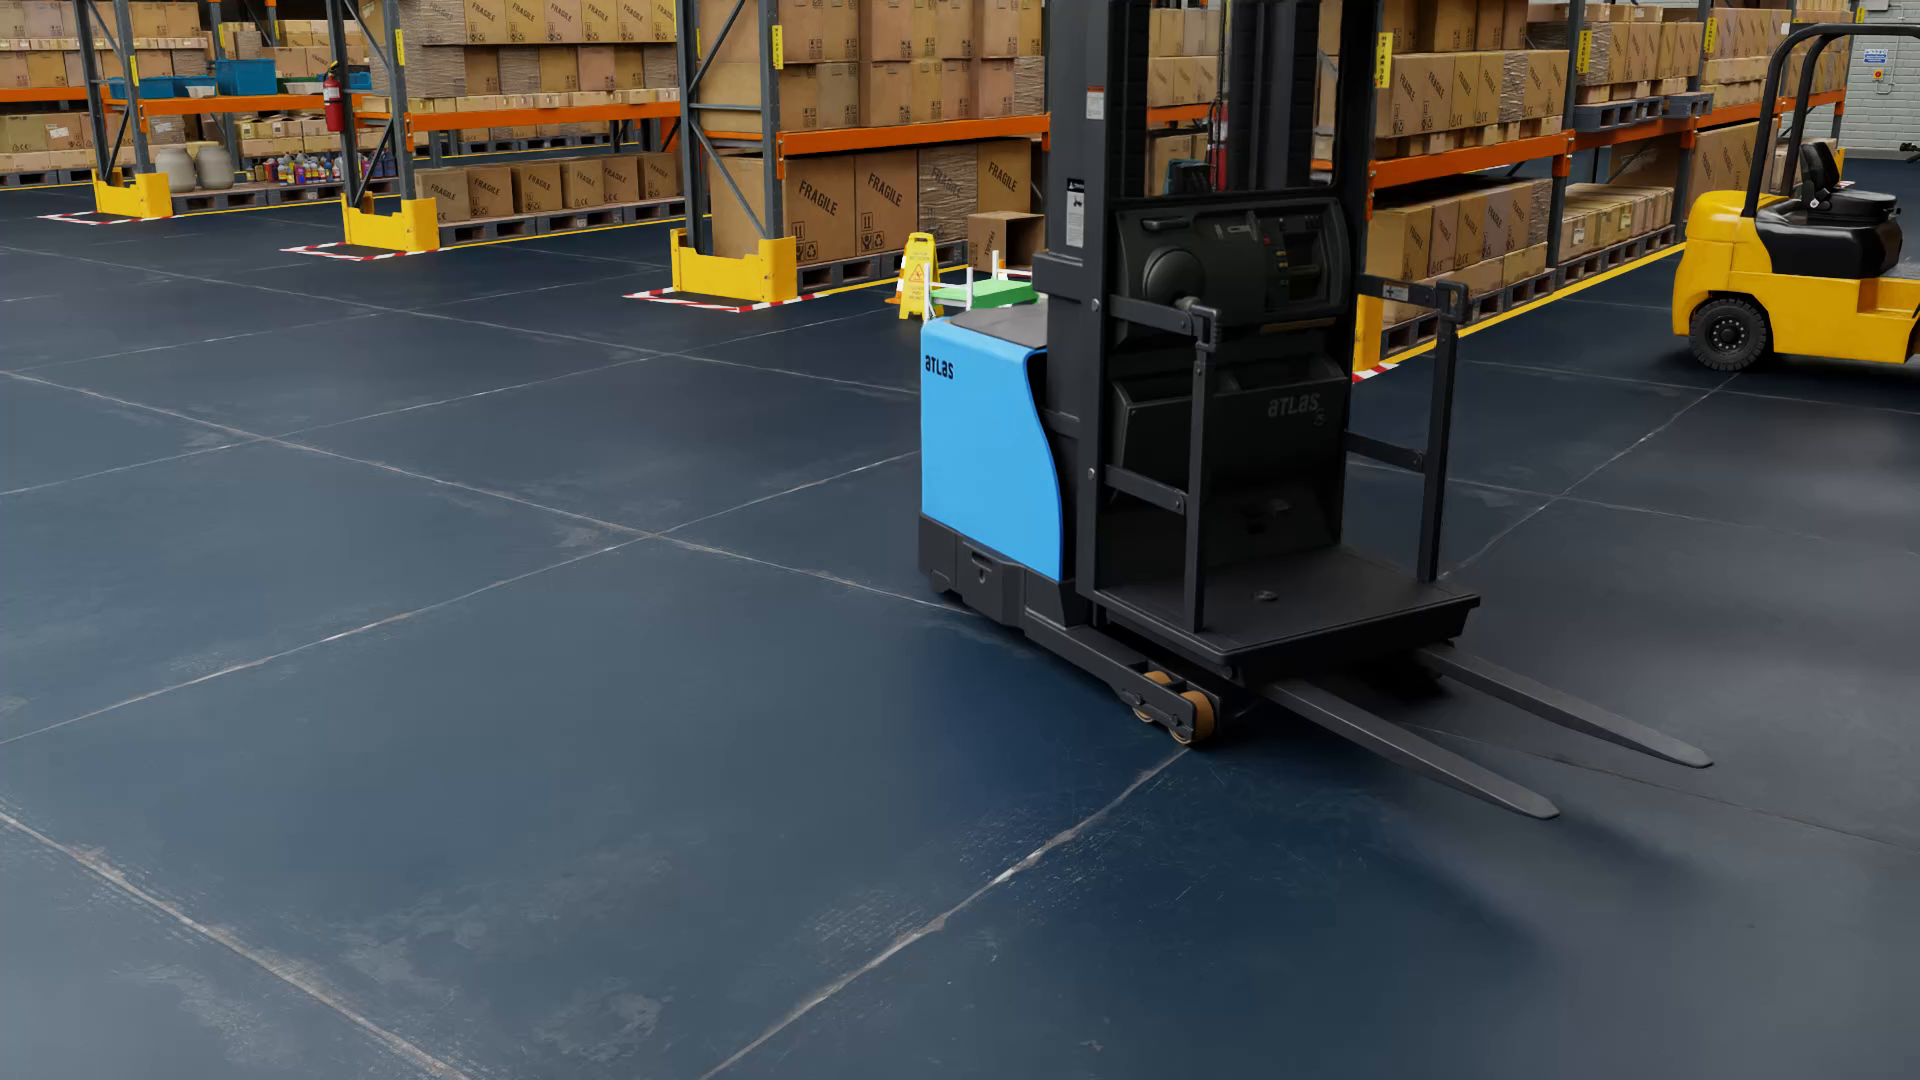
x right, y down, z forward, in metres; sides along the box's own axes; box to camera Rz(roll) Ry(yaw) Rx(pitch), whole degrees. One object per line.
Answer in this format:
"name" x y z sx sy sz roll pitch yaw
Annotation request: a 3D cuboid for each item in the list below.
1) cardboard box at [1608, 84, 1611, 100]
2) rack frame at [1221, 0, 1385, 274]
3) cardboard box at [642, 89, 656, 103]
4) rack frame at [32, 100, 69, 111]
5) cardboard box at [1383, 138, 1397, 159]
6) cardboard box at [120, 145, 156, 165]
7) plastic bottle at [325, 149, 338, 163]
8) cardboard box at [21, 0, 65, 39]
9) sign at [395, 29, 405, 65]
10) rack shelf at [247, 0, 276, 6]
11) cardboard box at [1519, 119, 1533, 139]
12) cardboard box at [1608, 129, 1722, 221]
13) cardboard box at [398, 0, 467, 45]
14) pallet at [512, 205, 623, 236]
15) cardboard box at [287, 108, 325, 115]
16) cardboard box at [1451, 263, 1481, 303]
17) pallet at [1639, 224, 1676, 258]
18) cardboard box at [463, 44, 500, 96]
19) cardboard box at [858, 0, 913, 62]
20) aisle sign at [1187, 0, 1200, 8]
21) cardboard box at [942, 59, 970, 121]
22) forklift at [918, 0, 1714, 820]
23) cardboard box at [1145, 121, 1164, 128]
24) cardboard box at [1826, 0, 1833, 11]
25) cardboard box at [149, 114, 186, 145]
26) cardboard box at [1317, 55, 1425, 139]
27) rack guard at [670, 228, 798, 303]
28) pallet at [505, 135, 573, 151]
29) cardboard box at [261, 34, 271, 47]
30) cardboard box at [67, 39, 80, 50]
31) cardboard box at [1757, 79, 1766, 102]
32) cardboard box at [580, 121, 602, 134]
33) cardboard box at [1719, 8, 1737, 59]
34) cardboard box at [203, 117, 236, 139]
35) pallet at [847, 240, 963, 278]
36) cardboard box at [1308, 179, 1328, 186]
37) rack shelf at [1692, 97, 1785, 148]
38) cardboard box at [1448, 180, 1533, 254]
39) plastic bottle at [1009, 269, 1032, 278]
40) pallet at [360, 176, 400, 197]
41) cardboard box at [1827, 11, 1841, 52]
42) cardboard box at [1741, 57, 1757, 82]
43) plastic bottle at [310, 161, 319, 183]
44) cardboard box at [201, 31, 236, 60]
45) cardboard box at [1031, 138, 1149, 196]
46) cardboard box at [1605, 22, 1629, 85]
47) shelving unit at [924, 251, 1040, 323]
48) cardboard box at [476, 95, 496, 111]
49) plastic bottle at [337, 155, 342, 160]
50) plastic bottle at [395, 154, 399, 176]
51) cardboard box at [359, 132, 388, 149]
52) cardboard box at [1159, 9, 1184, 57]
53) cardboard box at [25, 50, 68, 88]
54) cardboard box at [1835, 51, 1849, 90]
"cardboard box" 5.401 -3.887 14.417 0.380 0.149 0.250 14 22 38
"rack frame" 2.172 -2.639 10.683 1.000 3.000 0.127 12 21 35
"cardboard box" -3.650 -5.013 18.751 0.380 0.149 0.250 12 21 35
"rack frame" -15.338 -7.968 27.845 1.000 3.000 0.127 12 21 35
"cardboard box" 2.679 -2.626 11.064 0.380 0.149 0.250 13 21 35
"cardboard box" -12.050 -5.593 24.125 0.500 0.250 0.500 12 21 35
"plastic bottle" -8.308 -4.999 22.008 0.144 0.351 0.185 11 21 32
"cardboard box" -12.812 -7.176 22.939 0.700 0.500 0.500 13 21 35
"sign" -5.351 -4.707 15.885 0.100 0.325 0.005 12 21 35
"rack shelf" -11.763 -10.486 32.109 1.077 0.370 4.000 12 21 35
"cardboard box" 4.247 -3.232 13.017 0.380 0.149 0.250 13 21 35
"cardboard box" 7.417 -3.880 17.554 0.875 0.875 0.875 12 21 34
"cardboard box" -5.241 -5.140 16.381 0.500 0.500 0.500 12 21 35
"pallet" -4.502 -3.553 18.328 1.003 0.211 1.213 12 21 35
"cardboard box" -12.411 -8.247 31.659 0.750 0.750 0.750 12 21 34
"cardboard box" 3.500 -1.922 12.302 0.500 0.250 0.500 14 22 38
"pallet" 6.472 -3.026 16.633 1.003 0.211 1.213 12 21 35
"cardboard box" -5.236 -4.846 17.121 0.875 0.500 0.500 12 21 35
"cardboard box" -0.915 -4.415 14.329 0.875 0.550 0.550 12 21 35
"aisle sign" 4.030 -9.406 28.092 0.394 0.787 0.004 12 21 35
"cardboard box" -0.417 -4.181 15.396 0.875 0.550 0.550 12 21 35
"forklift" 1.010 -0.918 5.256 1.130 2.935 3.031 -10 20 -29
"cardboard box" 2.887 -7.003 27.612 0.875 0.875 0.875 12 21 35
"cardboard box" 10.936 -6.850 21.296 0.380 0.149 0.250 13 22 36
"cardboard box" -11.765 -6.073 24.407 0.500 0.500 0.500 12 21 35
"cardboard box" 2.677 -2.892 10.829 0.500 0.500 0.500 12 21 34
"rack guard" -1.878 -2.290 13.774 1.175 0.500 0.348 12 21 35
"pallet" -7.771 -7.175 29.994 1.003 0.211 1.213 12 21 35
"cardboard box" -12.885 -9.279 31.364 0.500 0.500 0.500 13 21 35
"cardboard box" -12.417 -6.920 23.207 0.380 0.149 0.250 13 21 35
"cardboard box" 8.953 -5.153 19.031 0.500 0.250 0.500 12 21 34
"cardboard box" -6.956 -7.731 30.555 0.500 0.500 0.500 13 21 35
"cardboard box" 7.716 -5.263 17.280 0.500 0.500 0.500 13 21 35
"cardboard box" -11.346 -6.396 25.766 0.500 0.311 0.500 12 21 35
"pallet" -0.723 -2.651 15.425 1.003 0.211 1.213 12 21 35
"cardboard box" 2.604 -2.530 11.903 0.380 0.149 0.250 13 22 36
"rack shelf" 8.130 -4.677 18.459 1.077 0.370 4.000 12 21 35
"cardboard box" 4.116 -2.527 12.987 0.500 0.500 0.500 13 21 36
"plastic bottle" 0.590 -2.358 14.735 0.283 0.061 0.133 5 18 16
"pallet" -7.815 -4.733 22.130 1.003 0.211 1.213 12 21 35
"cardboard box" 11.024 -6.571 21.491 0.500 0.500 0.500 12 21 34
"cardboard box" 8.367 -5.146 18.167 0.500 0.250 0.500 13 21 36
"plastic bottle" -8.170 -4.654 21.032 0.097 0.271 0.097 0 17 0
"cardboard box" -13.538 -8.927 30.023 0.700 0.500 0.500 10 20 30
"cardboard box" 1.395 -3.961 18.026 1.050 0.750 0.750 12 21 35
"cardboard box" 5.363 -4.162 14.210 0.500 0.500 0.500 12 21 35
"shelving unit" 0.099 -0.612 7.193 0.258 1.200 0.503 12 21 35
"cardboard box" -4.968 -4.472 17.009 0.380 0.149 0.250 12 21 35
"plastic bottle" -8.185 -4.950 21.984 0.097 0.271 0.097 0 17 0
"plastic bottle" -7.403 -4.958 21.989 0.061 0.283 0.133 14 22 37
"cardboard box" -9.698 -6.523 27.119 0.500 0.250 0.500 13 21 36
"cardboard box" 2.023 -5.571 18.272 0.700 0.500 0.500 12 21 34
"cardboard box" -12.843 -6.541 23.081 0.700 0.500 0.500 13 21 35
"cardboard box" 11.630 -6.336 22.419 0.500 0.500 0.500 13 21 35
